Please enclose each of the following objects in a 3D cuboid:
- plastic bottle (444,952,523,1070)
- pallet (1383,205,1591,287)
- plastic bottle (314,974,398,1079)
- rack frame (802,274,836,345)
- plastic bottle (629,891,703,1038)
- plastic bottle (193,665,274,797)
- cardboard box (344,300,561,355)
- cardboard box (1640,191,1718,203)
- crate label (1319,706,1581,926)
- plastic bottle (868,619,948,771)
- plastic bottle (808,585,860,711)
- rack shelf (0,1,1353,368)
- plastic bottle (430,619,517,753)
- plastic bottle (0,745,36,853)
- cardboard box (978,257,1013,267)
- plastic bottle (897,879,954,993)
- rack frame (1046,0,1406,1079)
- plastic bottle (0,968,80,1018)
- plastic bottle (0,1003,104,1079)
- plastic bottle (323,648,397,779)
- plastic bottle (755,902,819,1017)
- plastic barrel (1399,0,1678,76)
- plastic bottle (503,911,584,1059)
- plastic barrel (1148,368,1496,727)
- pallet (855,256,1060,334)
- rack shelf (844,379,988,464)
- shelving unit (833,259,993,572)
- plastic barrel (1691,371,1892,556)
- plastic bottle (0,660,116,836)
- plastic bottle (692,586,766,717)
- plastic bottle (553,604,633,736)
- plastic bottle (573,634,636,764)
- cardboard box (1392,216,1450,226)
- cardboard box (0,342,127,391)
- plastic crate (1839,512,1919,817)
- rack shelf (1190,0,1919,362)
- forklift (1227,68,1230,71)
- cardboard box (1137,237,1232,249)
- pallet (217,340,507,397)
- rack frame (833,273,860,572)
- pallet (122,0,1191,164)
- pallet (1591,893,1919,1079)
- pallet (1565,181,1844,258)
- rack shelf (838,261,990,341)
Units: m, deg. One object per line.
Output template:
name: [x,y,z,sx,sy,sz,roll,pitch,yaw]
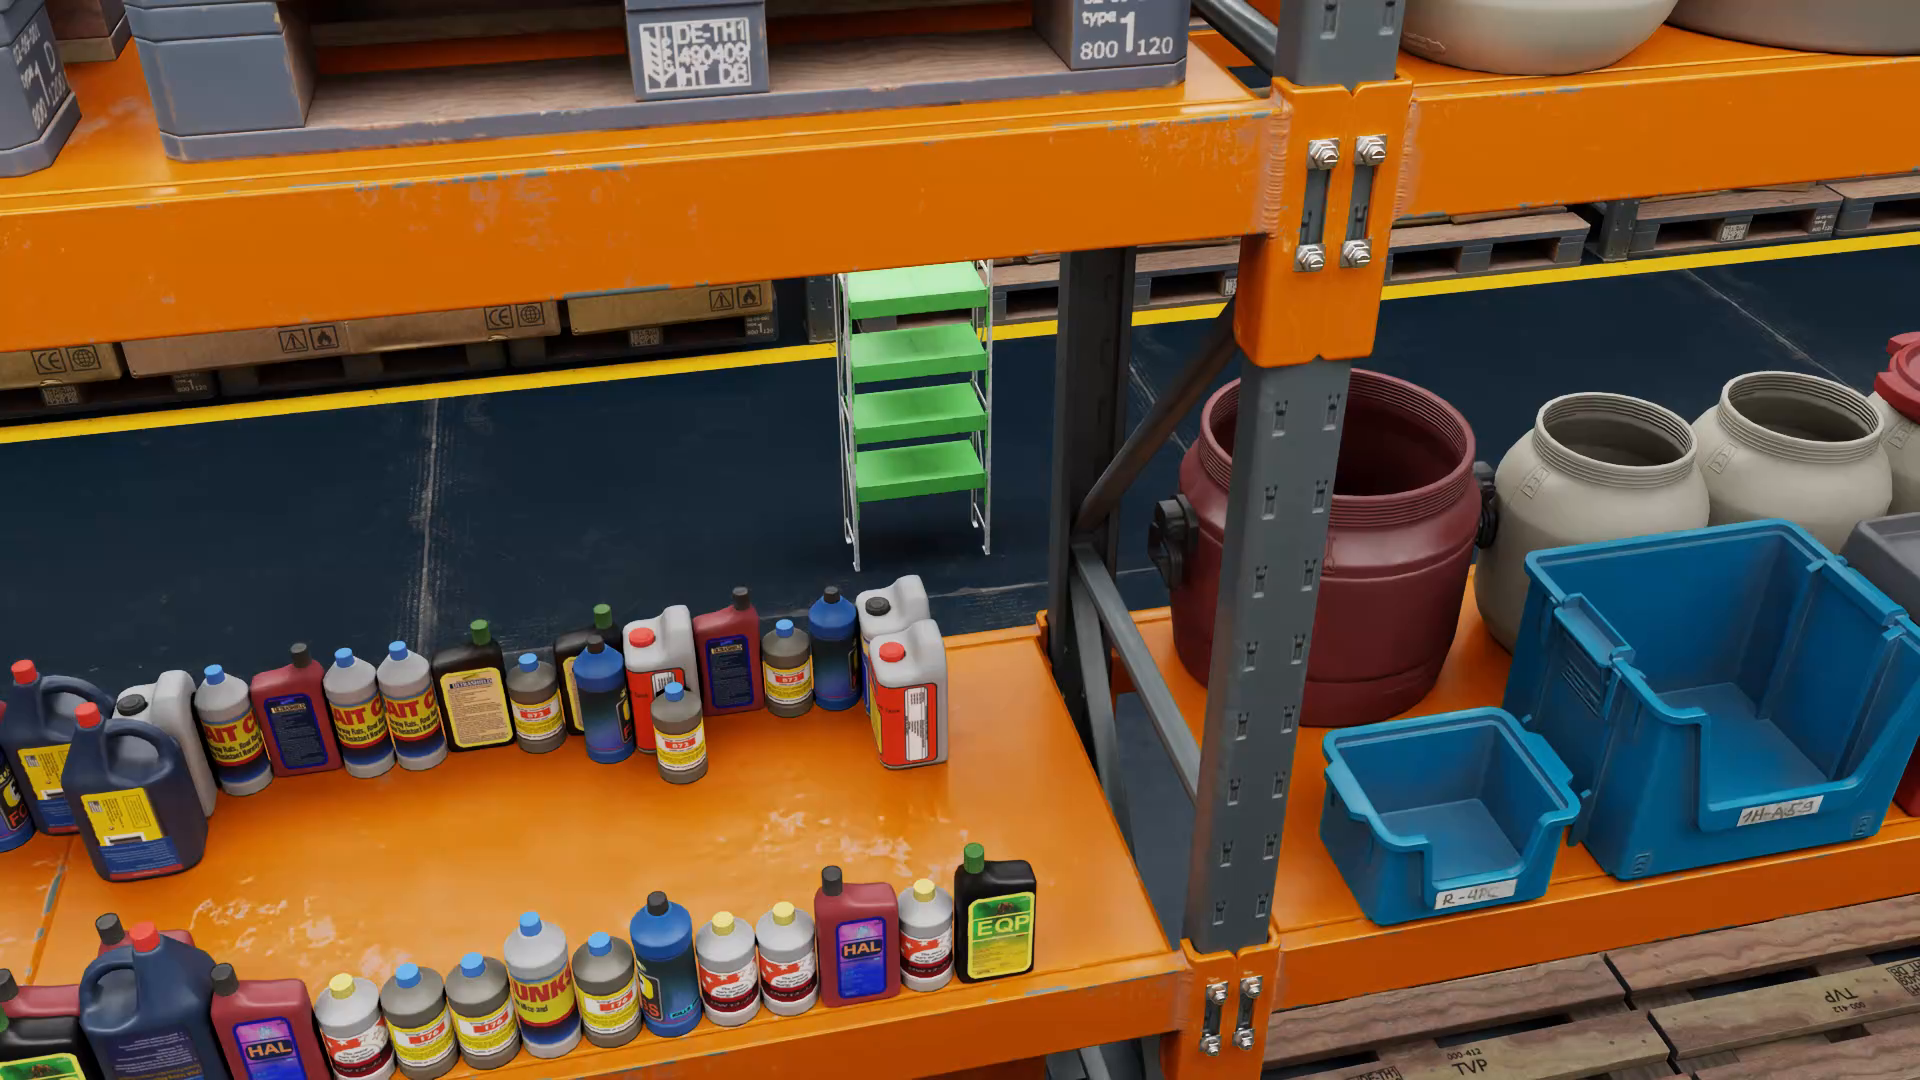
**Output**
plastic bottle: [-0.758,0.737,2.639,0.097,0.201,0.097,0,34,0]
pallet: [2.408,-1.649,8.518,1.213,0.211,1.003,-7,35,-11]
plastic bottle: [-0.948,0.761,2.603,0.097,0.201,0.097,0,34,0]
rack frame: [-0.734,-2.412,7.152,0.127,3.000,1.000,-7,35,-11]
plastic bottle: [-0.474,0.672,2.673,0.097,0.271,0.097,0,34,0]
plastic bottle: [-1.381,0.352,3.148,0.097,0.271,0.097,0,34,0]
cardboard box: [-2.283,-1.525,7.361,0.875,0.875,1.225,-7,35,-10]
cardboard box: [3.566,-2.067,8.505,0.500,0.500,0.500,-8,35,-12]
crate label: [0.852,0.502,2.961,0.416,0.233,0.303,-7,35,-11]
plastic bottle: [-0.101,0.292,3.235,0.135,0.276,0.152,-7,35,-11]
plastic bottle: [-0.254,0.210,3.360,0.097,0.271,0.097,0,34,0]
rack shelf: [-1.592,-0.421,2.139,4.000,0.370,1.077,-7,35,-11]
plastic bottle: [-0.952,0.283,3.241,0.133,0.283,0.061,-7,35,-11]
plastic bottle: [-1.774,0.437,3.023,0.097,0.271,0.097,0,34,0]
cardboard box: [-0.085,-1.650,7.865,0.500,0.500,0.700,-9,35,-13]
plastic bottle: [-0.059,0.648,2.770,0.097,0.201,0.097,0,34,0]
rack frame: [0.358,0.280,3.141,0.127,3.000,1.000,-7,35,-11]
plastic bottle: [-1.381,0.757,2.535,0.133,0.283,0.061,-7,35,-11]
plastic bottle: [-1.367,0.790,2.486,0.133,0.283,0.061,-7,35,-11]
plastic bottle: [-1.156,0.324,3.191,0.097,0.271,0.097,0,34,0]
plastic bottle: [-0.284,0.677,2.728,0.097,0.201,0.097,0,34,0]
plastic barrel: [0.729,-0.884,2.082,0.421,0.512,0.421,0,34,0]
plastic bottle: [-0.664,0.696,2.637,0.097,0.271,0.097,0,34,0]
plastic barrel: [0.744,0.002,3.433,0.708,0.536,0.600,-7,35,-11]
pallet: [0.028,-1.349,8.071,1.213,0.211,1.003,-7,35,-11]
rack shelf: [-0.161,-0.425,5.921,0.480,0.148,0.258,-7,35,-11]
shelving unit: [-0.161,-0.478,5.885,0.503,1.200,0.258,-7,35,-11]
plastic barrel: [1.725,-0.061,3.548,0.421,0.512,0.421,0,34,0]
plastic bottle: [-1.644,0.366,3.057,0.185,0.351,0.144,-7,35,-11]
plastic bottle: [-0.466,0.222,3.332,0.133,0.283,0.061,-7,35,-11]
plastic bottle: [-0.727,0.255,3.283,0.133,0.283,0.061,-7,35,-11]
plastic bottle: [-0.692,0.300,3.226,0.097,0.271,0.097,0,34,0]
cardboard box: [2.094,-1.936,8.292,0.500,0.500,0.700,-7,35,-11]
cardboard box: [-4.016,-1.302,7.028,0.875,0.875,1.225,-7,35,-10]
plastic crate: [2.002,0.221,3.171,0.583,0.464,0.402,-7,35,-11]
rack shelf: [2.309,-0.913,2.872,4.000,0.370,1.077,-7,35,-11]
forklift: [0.097,-4.065,9.678,3.031,2.935,1.130,14,36,19]
cardboard box: [1.004,-1.798,8.086,0.500,0.500,0.700,-4,34,-7]
pallet: [-2.707,-1.050,7.625,1.213,0.211,1.003,-7,35,-11]
rack frame: [-0.399,-0.448,5.841,0.015,1.200,0.240,-7,35,-11]
pallet: [-0.409,-0.846,2.297,1.213,0.211,1.003,-7,35,-11]
pallet: [2.310,1.216,4.249,1.213,0.211,1.003,-7,35,-11]
pallet: [3.814,-1.847,8.814,1.213,0.211,1.003,-7,35,-11]
rack shelf: [-0.161,-0.823,5.653,0.480,0.148,0.258,-7,35,-11]
